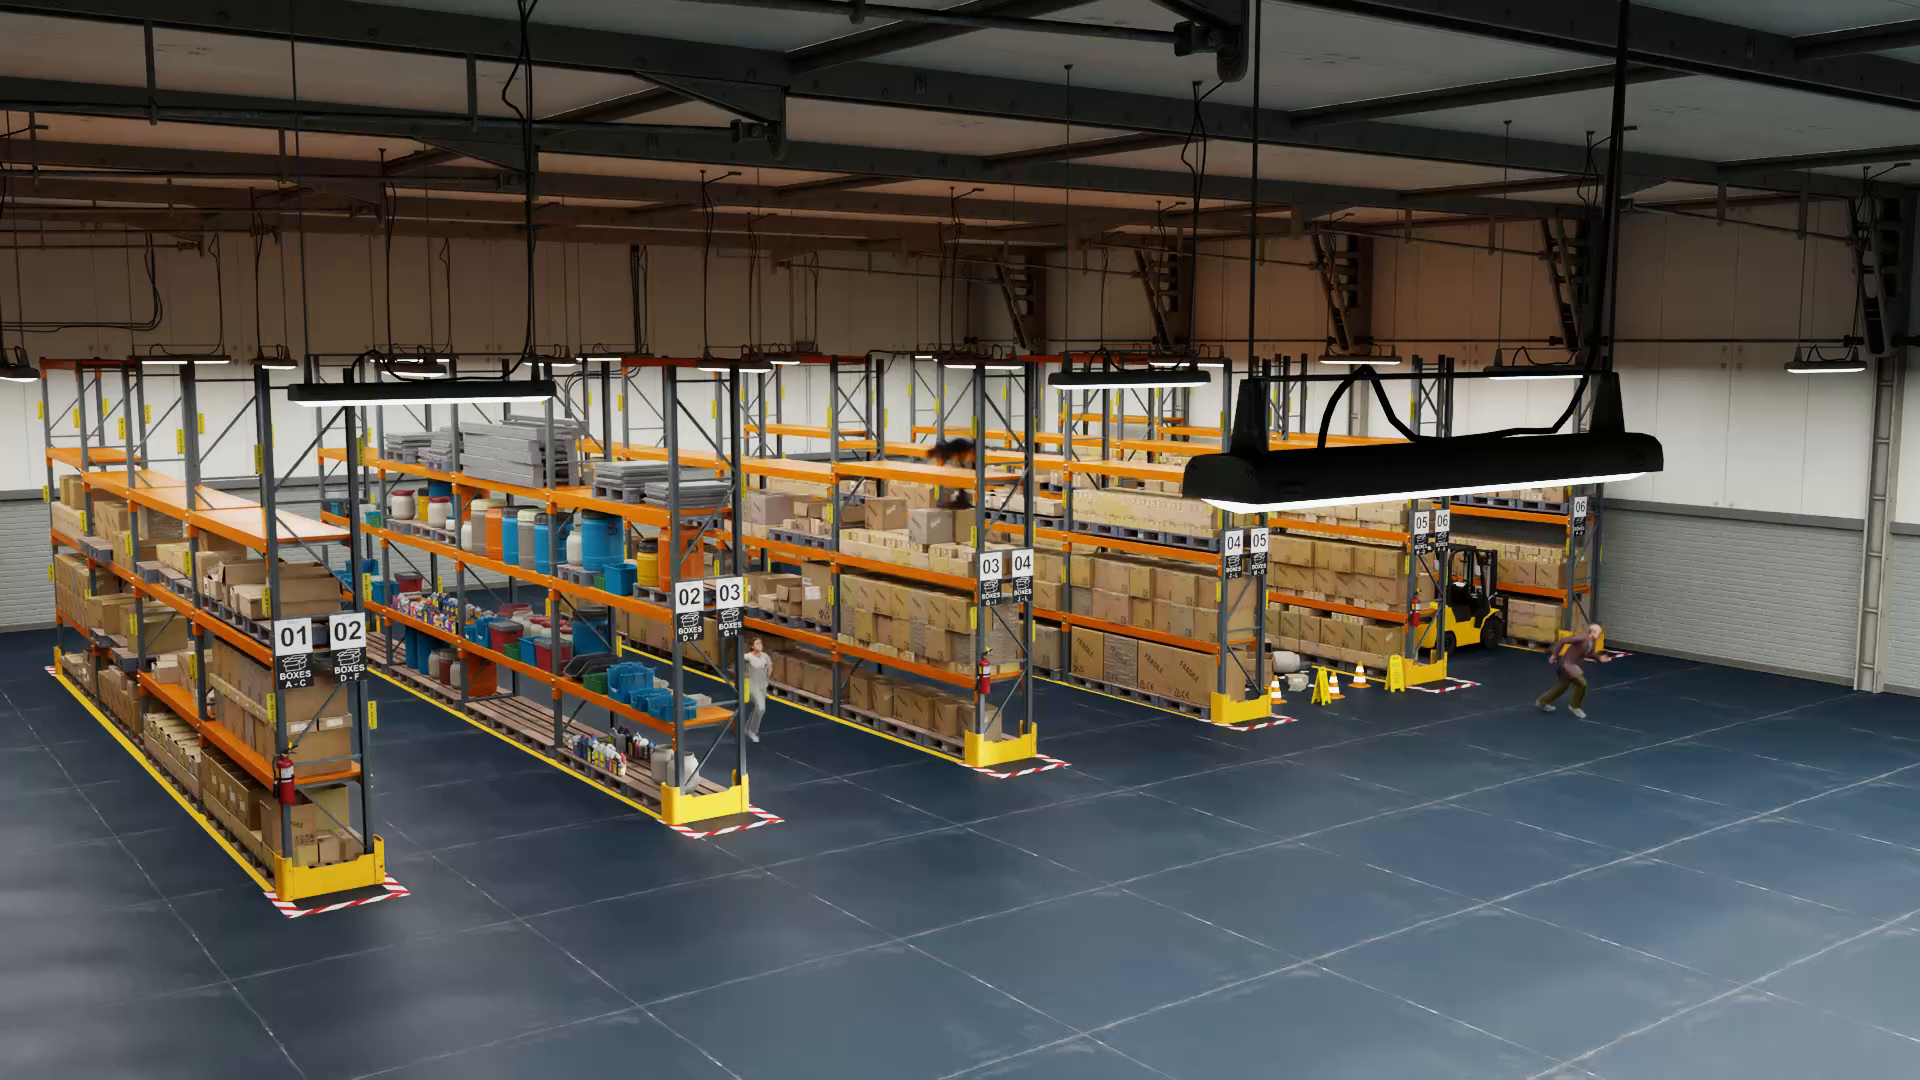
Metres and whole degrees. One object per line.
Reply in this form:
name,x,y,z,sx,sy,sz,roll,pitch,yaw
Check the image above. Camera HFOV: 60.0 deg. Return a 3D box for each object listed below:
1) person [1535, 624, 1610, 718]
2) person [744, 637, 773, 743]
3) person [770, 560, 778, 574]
person,10.330,2.172,28.073,1.185,1.583,0.701,6,9,42
person,-3.212,2.351,26.279,0.546,1.677,0.689,-5,9,-38
person,-4.634,0.546,41.897,0.573,1.546,0.500,-5,8,-34
